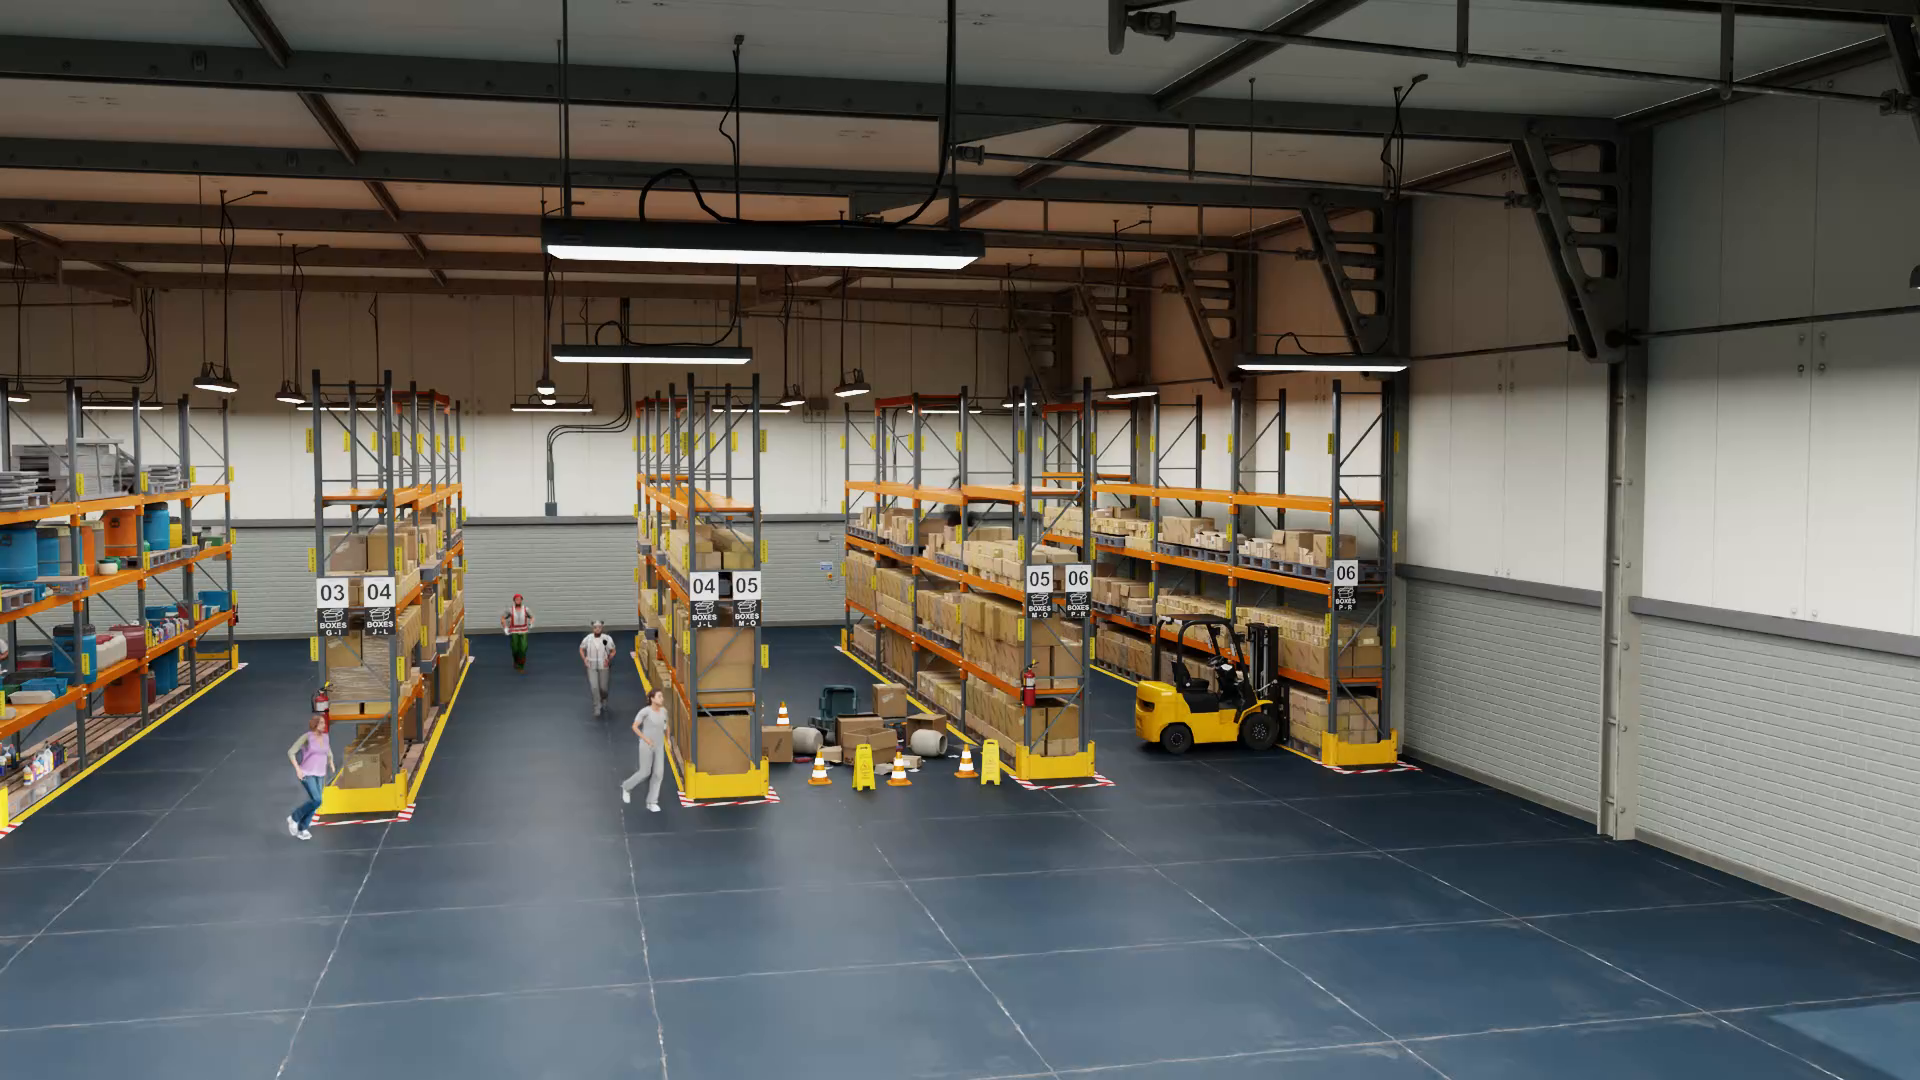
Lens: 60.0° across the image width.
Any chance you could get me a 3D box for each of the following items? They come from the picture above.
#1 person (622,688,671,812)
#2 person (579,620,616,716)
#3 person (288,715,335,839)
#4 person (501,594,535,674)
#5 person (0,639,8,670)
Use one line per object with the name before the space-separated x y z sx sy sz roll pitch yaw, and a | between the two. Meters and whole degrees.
person | -4.245 2.860 22.954 0.761 1.646 0.625 3 4 43
person | -6.731 2.348 30.884 0.674 1.768 0.717 -1 3 -11
person | -8.206 3.008 21.169 0.505 1.555 0.570 2 4 26
person | -9.619 2.046 36.305 0.715 1.751 0.620 -1 4 -24
person | -17.445 2.365 29.828 0.698 1.772 0.892 -2 4 -26
